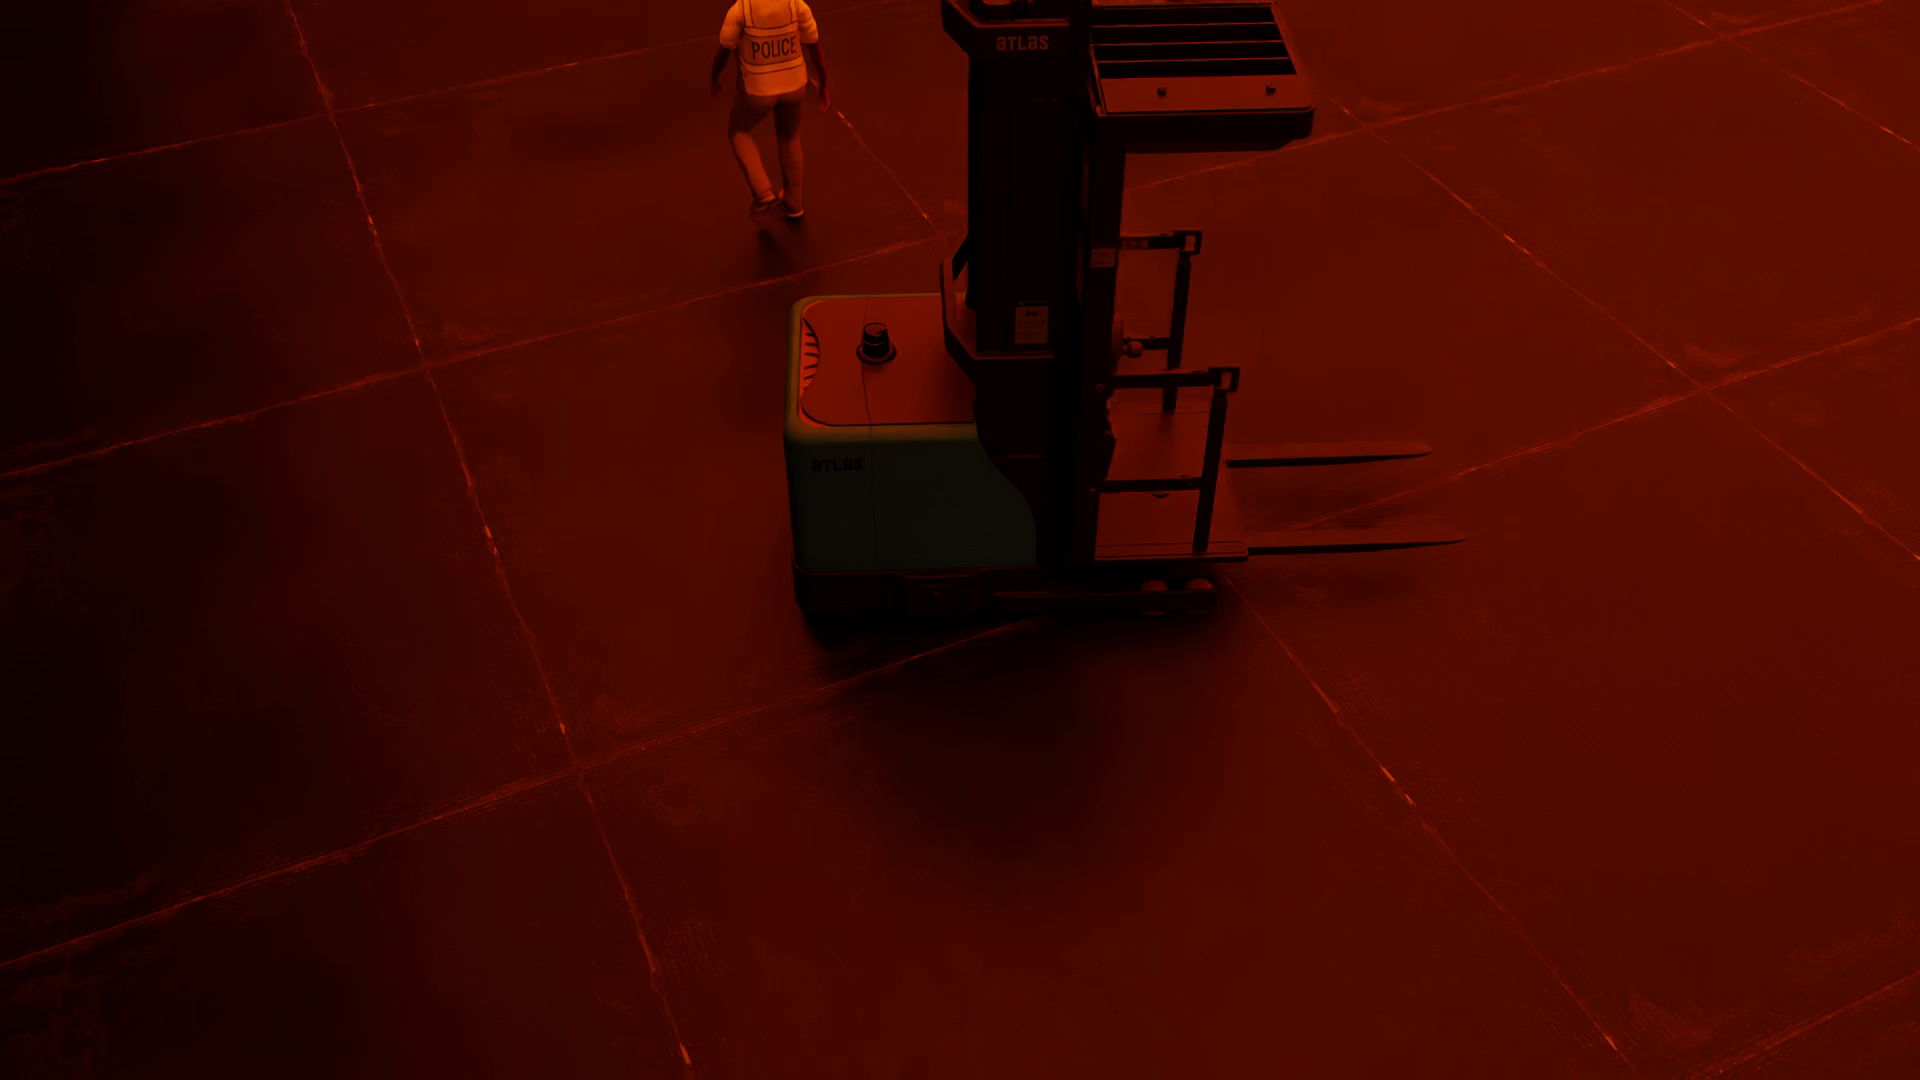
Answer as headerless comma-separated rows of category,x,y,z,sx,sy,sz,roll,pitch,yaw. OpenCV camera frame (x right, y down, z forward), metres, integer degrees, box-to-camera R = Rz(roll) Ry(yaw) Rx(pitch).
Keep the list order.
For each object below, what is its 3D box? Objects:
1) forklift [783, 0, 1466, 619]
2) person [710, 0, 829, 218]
forklift,0.759,-1.095,6.853,3.031,2.935,1.130,-2,43,-2
person,-1.074,-2.554,9.362,0.629,1.648,0.463,-16,45,-16
